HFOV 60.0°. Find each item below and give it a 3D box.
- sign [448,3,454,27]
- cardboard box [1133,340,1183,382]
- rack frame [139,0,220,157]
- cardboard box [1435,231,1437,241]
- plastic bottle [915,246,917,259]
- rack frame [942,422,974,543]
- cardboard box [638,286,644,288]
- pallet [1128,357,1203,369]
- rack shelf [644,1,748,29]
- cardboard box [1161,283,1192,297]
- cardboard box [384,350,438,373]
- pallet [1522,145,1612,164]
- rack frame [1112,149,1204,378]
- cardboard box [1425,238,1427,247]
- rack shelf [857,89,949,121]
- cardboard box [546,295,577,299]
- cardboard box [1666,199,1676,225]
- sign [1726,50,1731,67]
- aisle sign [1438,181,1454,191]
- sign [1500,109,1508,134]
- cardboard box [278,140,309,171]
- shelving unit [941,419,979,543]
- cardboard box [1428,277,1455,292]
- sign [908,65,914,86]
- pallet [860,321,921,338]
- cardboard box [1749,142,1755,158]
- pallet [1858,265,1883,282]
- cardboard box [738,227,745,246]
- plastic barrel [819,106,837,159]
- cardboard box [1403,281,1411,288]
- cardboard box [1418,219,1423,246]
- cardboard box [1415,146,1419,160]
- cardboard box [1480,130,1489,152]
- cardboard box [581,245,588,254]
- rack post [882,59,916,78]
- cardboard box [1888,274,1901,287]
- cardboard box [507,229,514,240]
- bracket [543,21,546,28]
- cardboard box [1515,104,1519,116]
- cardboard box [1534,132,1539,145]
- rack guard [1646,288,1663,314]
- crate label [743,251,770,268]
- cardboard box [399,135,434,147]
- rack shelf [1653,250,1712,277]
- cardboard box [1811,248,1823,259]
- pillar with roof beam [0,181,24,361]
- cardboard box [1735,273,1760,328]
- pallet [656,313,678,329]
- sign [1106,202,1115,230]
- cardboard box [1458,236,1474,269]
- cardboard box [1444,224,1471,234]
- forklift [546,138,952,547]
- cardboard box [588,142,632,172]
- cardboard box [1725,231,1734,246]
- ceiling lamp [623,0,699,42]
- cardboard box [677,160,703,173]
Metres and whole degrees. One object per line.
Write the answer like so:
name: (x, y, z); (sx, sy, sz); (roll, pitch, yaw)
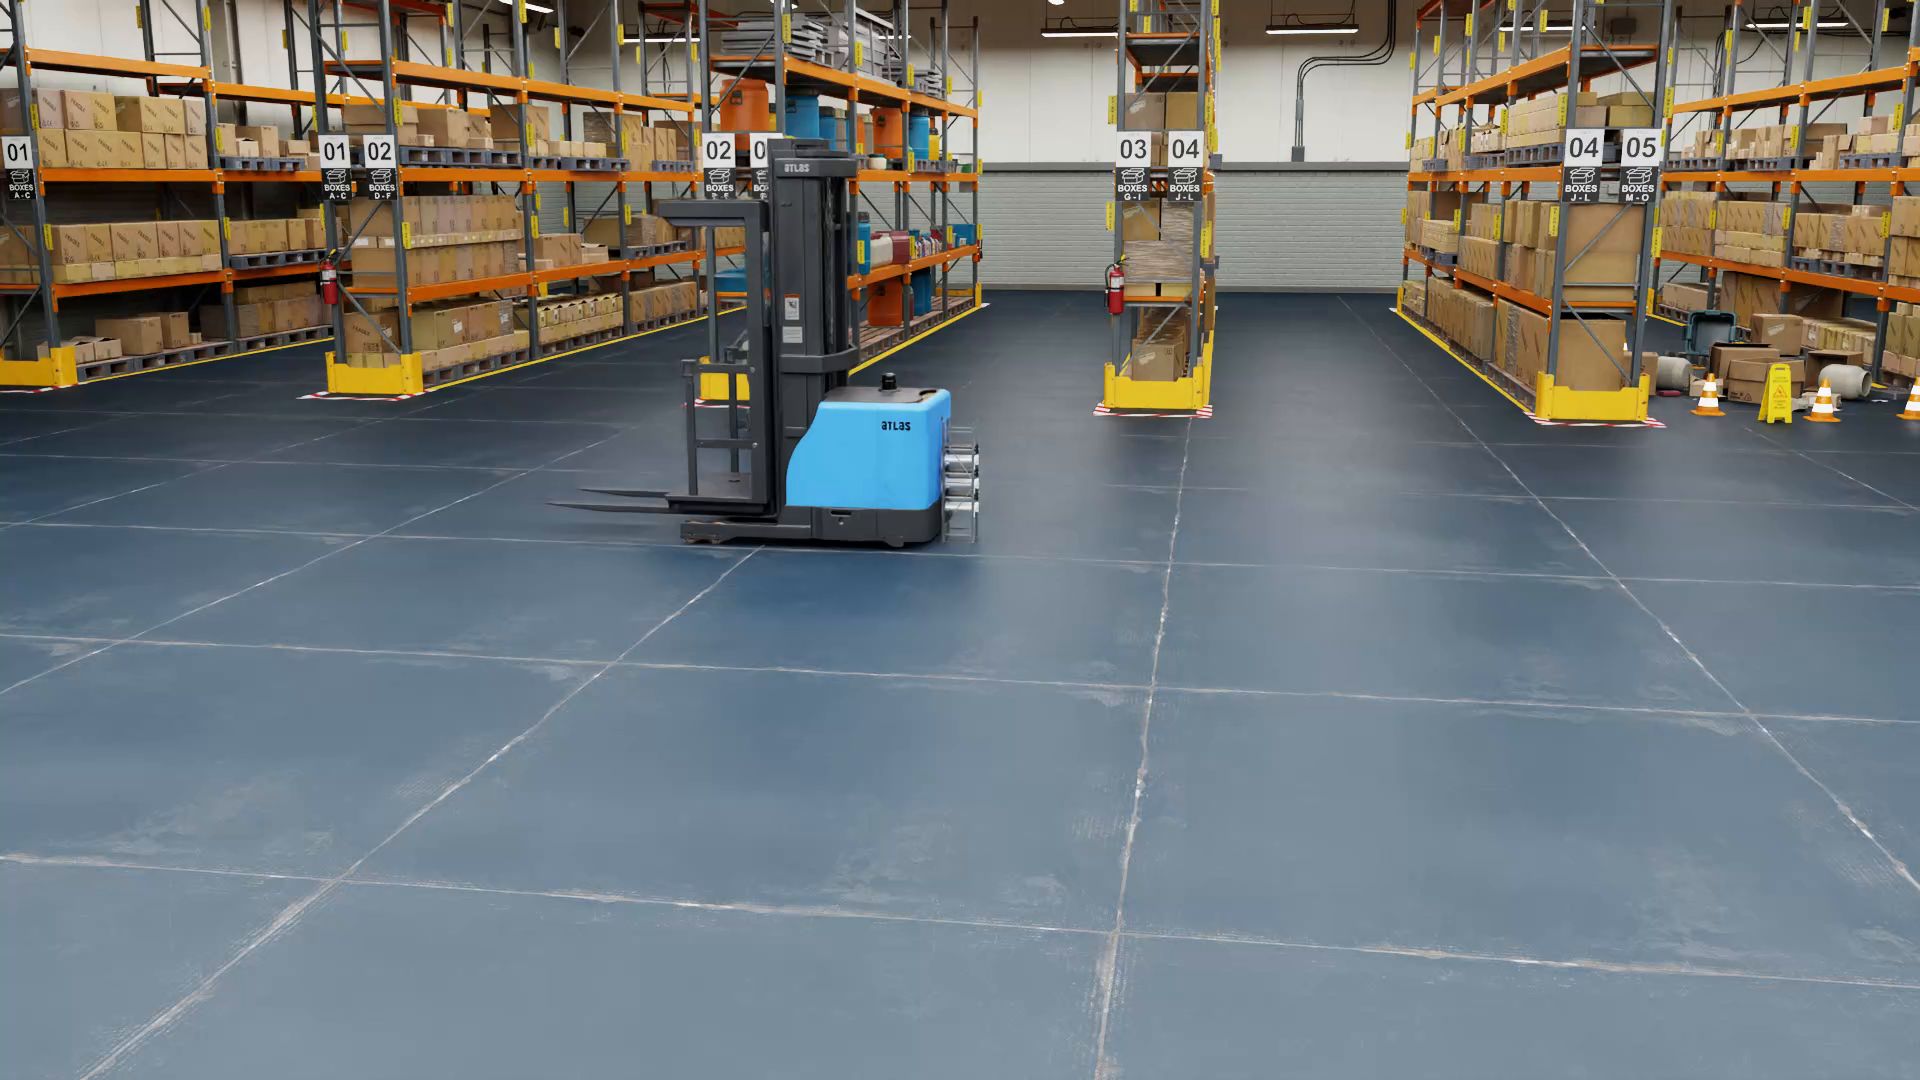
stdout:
sign: (-7.403, -7.647, 24.211); (0.100, 0.325, 0.005); (2, 12, 9)
cardboard box: (2.420, -2.162, 20.343); (0.500, 0.500, 0.500); (4, 13, 19)
rack frame: (-11.760, -7.296, 24.989); (1.000, 3.000, 0.127); (2, 12, 9)
cardboard box: (8.246, -5.147, 28.150); (0.380, 0.149, 0.250); (2, 12, 10)
plastic bottle: (-0.798, -5.069, 29.169); (0.061, 0.283, 0.133); (2, 12, 9)
rack frame: (-0.014, -0.420, 12.308); (0.240, 0.900, 0.006); (2, 12, 9)
cardboard box: (-6.183, -4.449, 30.907); (0.500, 0.500, 0.500); (1, 12, 7)
pallet: (2.855, -2.378, 23.027); (1.003, 0.211, 1.213); (2, 12, 9)
rack shelf: (-5.327, -10.491, 33.633); (1.077, 0.370, 4.000); (2, 12, 9)
cardboard box: (2.587, -2.978, 19.789); (0.380, 0.149, 0.250); (2, 12, 9)
cardboard box: (-7.178, -2.337, 21.746); (0.500, 0.250, 0.500); (2, 12, 9)
pallet: (7.482, -4.700, 20.273); (1.003, 0.211, 1.213); (2, 12, 9)
rack frame: (2.308, -3.049, 19.523); (1.000, 3.000, 0.127); (2, 12, 9)
cardboard box: (8.445, -5.271, 29.432); (0.380, 0.149, 0.250); (2, 12, 9)
rack shelf: (-1.048, -7.677, 29.413); (1.077, 0.370, 4.000); (2, 12, 9)
cardboard box: (-6.693, -3.963, 27.960); (0.500, 0.311, 0.500); (2, 12, 7)
cardboard box: (14.133, -6.398, 32.451); (0.500, 0.500, 0.500); (2, 12, 7)
sign: (15.095, -9.466, 32.654); (0.100, 0.325, 0.005); (2, 12, 9)
aisle sign: (9.962, -7.475, 33.886); (0.394, 0.787, 0.004); (2, 12, 9)
sign: (7.271, -5.589, 22.212); (0.100, 0.325, 0.005); (2, 12, 9)
cardboard box: (-11.436, -6.456, 27.918); (0.797, 0.503, 0.637); (4, 13, 17)
shelving unit: (0.001, -0.442, 12.406); (0.258, 0.900, 0.210); (2, 12, 9)
cardboard box: (8.664, -4.570, 29.737); (0.500, 0.250, 0.500); (1, 12, 6)
sign: (-0.811, -7.634, 27.321); (0.100, 0.325, 0.005); (2, 12, 9)
pallet: (-1.276, -3.678, 29.057); (1.003, 0.211, 1.213); (2, 12, 9)
cardboard box: (13.319, -6.463, 27.566); (0.396, 0.266, 0.258); (3, 13, 13)
pallet: (12.976, -3.622, 22.634); (1.003, 0.211, 1.213); (2, 12, 9)
cardboard box: (-4.896, -6.541, 35.485); (0.500, 0.500, 0.500); (2, 12, 9)
plastic barrel: (-2.107, -5.867, 24.287); (0.600, 0.901, 0.708); (2, 12, 9)
cardboard box: (9.238, -5.203, 33.873); (0.380, 0.149, 0.250); (1, 12, 6)
cardboard box: (8.915, -5.778, 31.240); (0.500, 0.500, 0.500); (2, 12, 7)
cardboard box: (9.161, -7.539, 32.406); (0.500, 0.250, 0.500); (2, 12, 9)
cardboard box: (7.939, -5.855, 24.400); (0.500, 0.311, 0.500); (2, 12, 8)
cardboard box: (-6.579, -4.813, 27.918); (0.500, 0.311, 0.500); (2, 12, 8)
rack post: (-1.285, -7.923, 28.077); (0.954, 0.300, 0.937); (2, 12, 9)
cardboard box: (12.350, -3.383, 21.667); (0.380, 0.149, 0.250); (2, 12, 8)
cardboard box: (-6.735, -4.455, 24.268); (0.380, 0.149, 0.250); (2, 12, 7)
bracket: (-9.939, -12.219, 39.287); (0.235, 0.232, 0.430); (2, 12, 9)
cardboard box: (7.339, -5.517, 21.324); (0.380, 0.149, 0.250); (2, 12, 8)
cardboard box: (7.105, -4.810, 19.935); (0.380, 0.149, 0.250); (2, 12, 9)
rack guard: (14.564, -4.842, 33.775); (1.175, 0.500, 0.348); (2, 12, 9)
crate label: (-2.570, -3.619, 22.083); (0.502, 0.435, 0.616); (2, 12, 9)
cardboard box: (-7.125, -5.228, 21.778); (0.380, 0.149, 0.250); (2, 12, 9)
rack shelf: (14.253, -5.291, 31.632); (1.077, 0.370, 4.000); (2, 12, 9)
cardboard box: (12.870, -4.245, 24.669); (0.380, 0.149, 0.250); (2, 12, 9)
pillar with roof beam: (-8.869, -6.498, 21.284); (9.100, 9.000, 0.400); (2, 12, 9)
cardboard box: (13.798, -4.073, 28.319); (0.875, 0.875, 0.875); (2, 12, 10)
pallet: (-5.908, -4.081, 30.928); (1.003, 0.211, 1.213); (2, 12, 9)
sign: (1.762, -3.792, 19.471); (0.100, 0.325, 0.005); (2, 12, 9)
cardboard box: (8.088, -4.497, 26.004); (0.500, 0.500, 0.500); (2, 12, 9)
cardboard box: (8.046, -5.023, 26.869); (0.380, 0.149, 0.250); (1, 12, 6)
forklift: (-1.626, -1.507, 12.531); (3.031, 2.935, 1.130); (2, 12, 10)
cardboard box: (-6.216, -6.644, 28.844); (0.910, 0.500, 0.500); (2, 12, 9)
cardboard box: (13.547, -5.206, 28.697); (0.500, 0.250, 0.500); (2, 12, 10)
ceiling lamp: (-7.006, -13.125, 38.178); (2.000, 3.185, 0.800); (2, 12, 9)
cardboard box: (-5.315, -7.355, 32.740); (0.500, 0.250, 0.500); (2, 12, 9)
